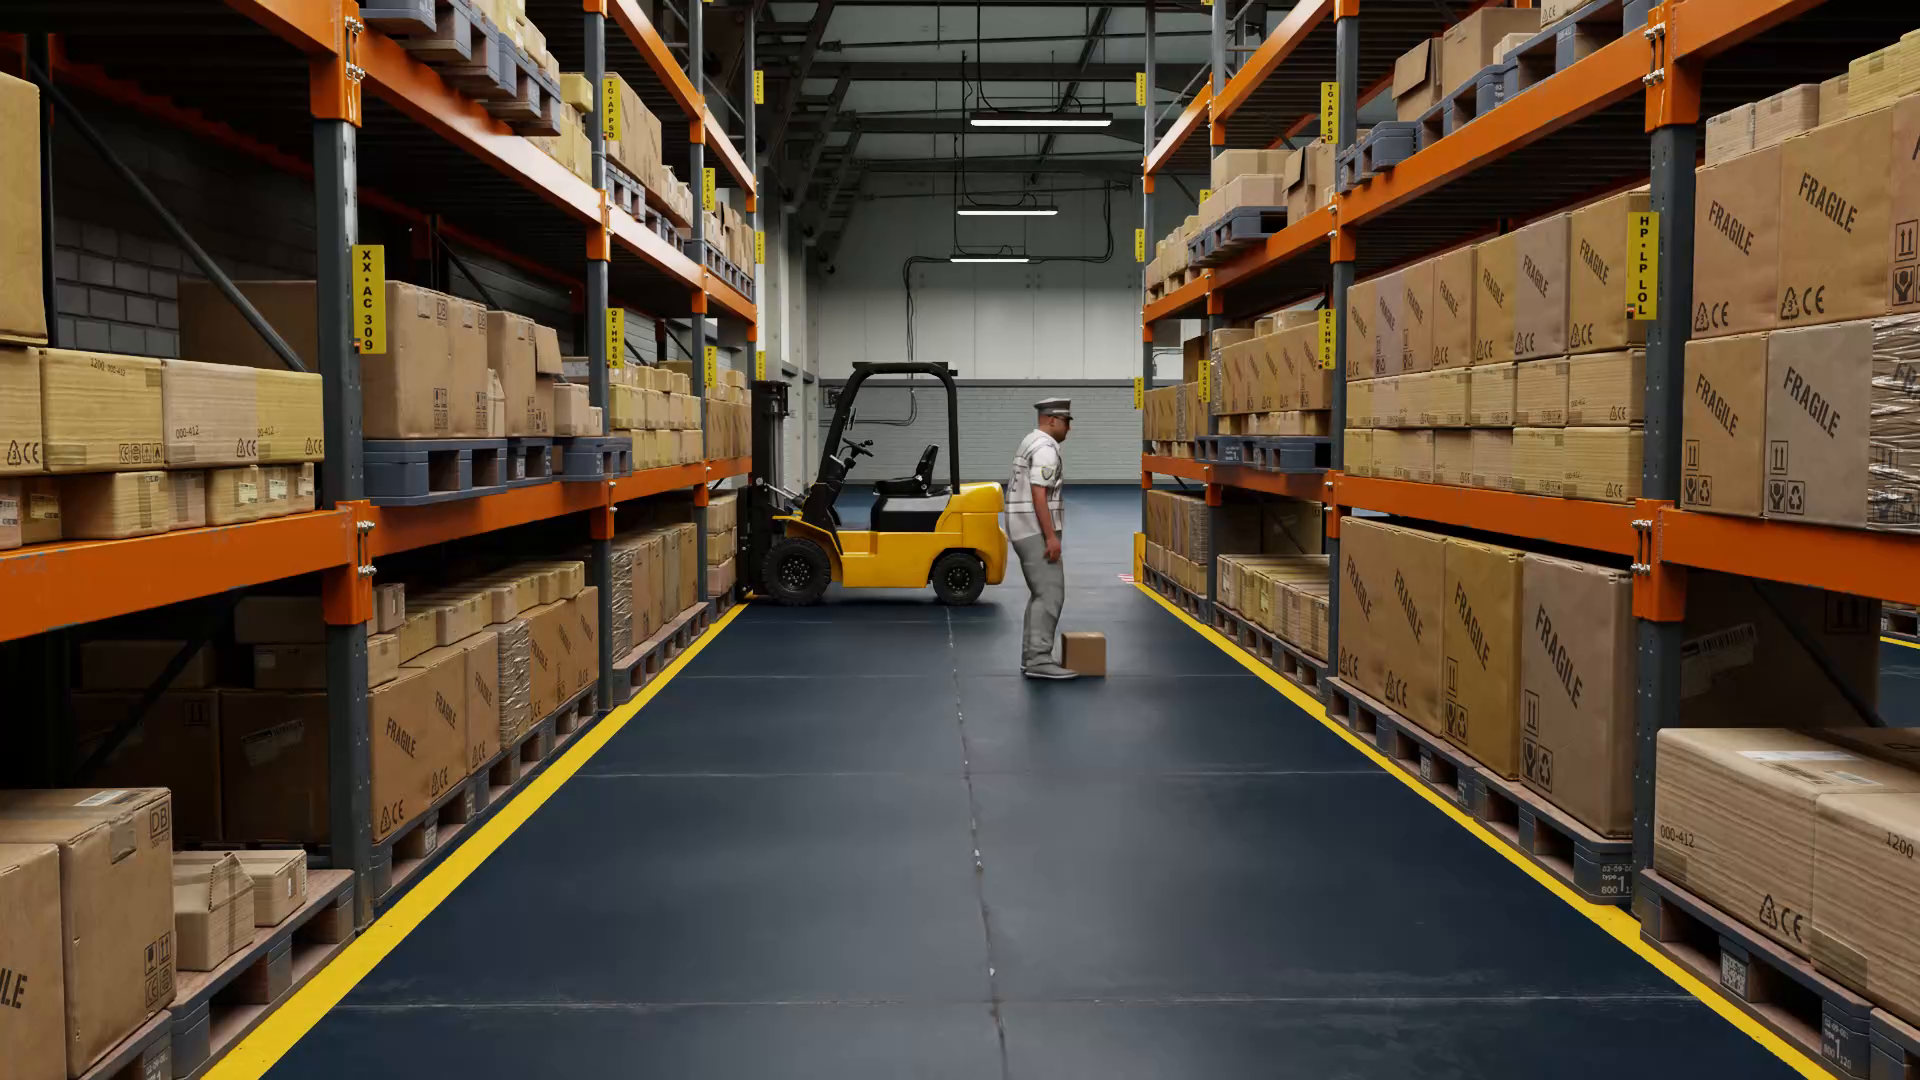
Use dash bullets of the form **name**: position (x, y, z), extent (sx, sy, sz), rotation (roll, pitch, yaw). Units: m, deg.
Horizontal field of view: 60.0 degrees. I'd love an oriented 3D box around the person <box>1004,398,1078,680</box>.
- **person**: position (0.503, -0.021, 10.500), extent (0.436, 1.747, 0.587), rotation (0, 4, -4)
